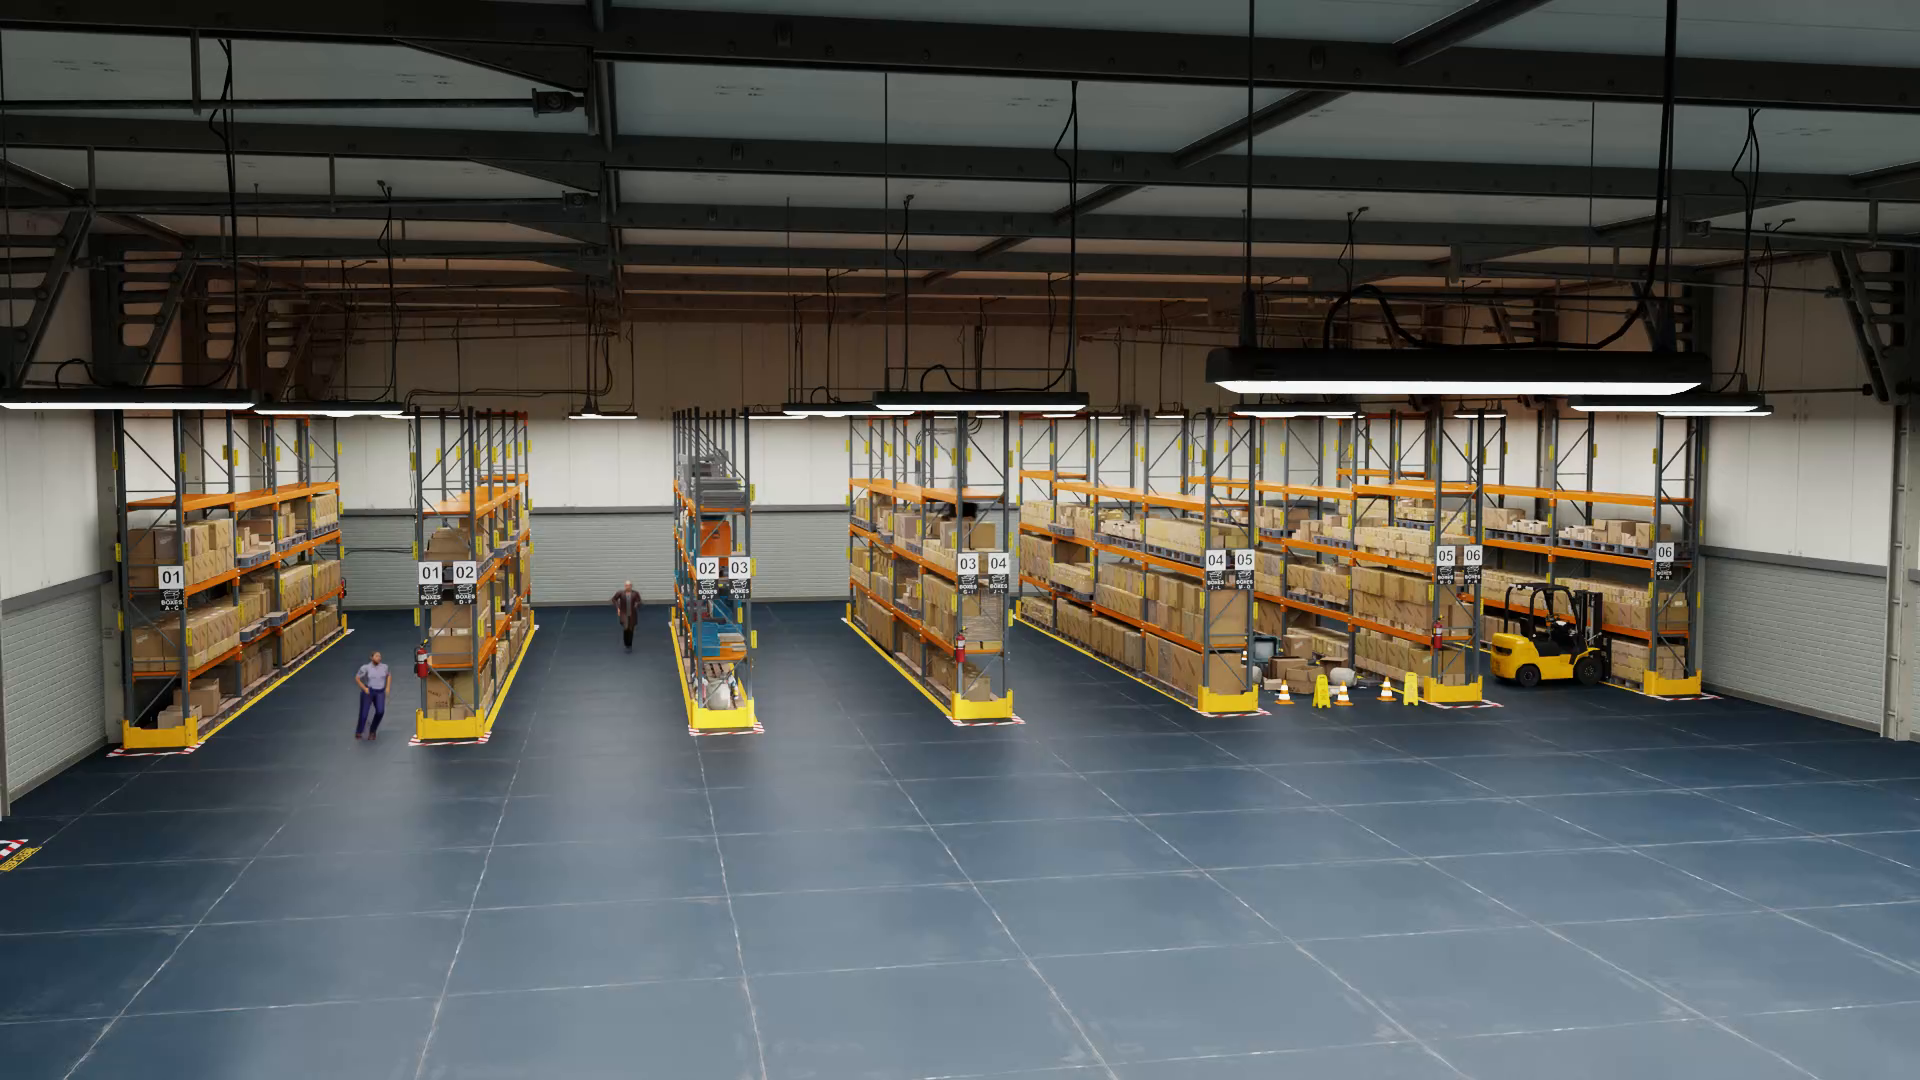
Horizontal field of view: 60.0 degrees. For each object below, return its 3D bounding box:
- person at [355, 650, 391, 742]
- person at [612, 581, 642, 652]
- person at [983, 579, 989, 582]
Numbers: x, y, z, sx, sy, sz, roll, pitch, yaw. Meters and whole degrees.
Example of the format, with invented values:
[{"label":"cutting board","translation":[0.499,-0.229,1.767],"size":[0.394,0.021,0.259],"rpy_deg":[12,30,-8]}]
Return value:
[{"label":"person","translation":[-10.530,2.813,29.914],"size":[0.666,1.620,0.609],"rpy_deg":[-2,5,-31]},{"label":"person","translation":[-8.279,1.914,41.417],"size":[0.706,1.805,0.846],"rpy_deg":[-1,4,-17]},{"label":"person","translation":[0.630,1.445,48.206],"size":[0.661,1.732,0.586],"rpy_deg":[0,4,-3]}]
